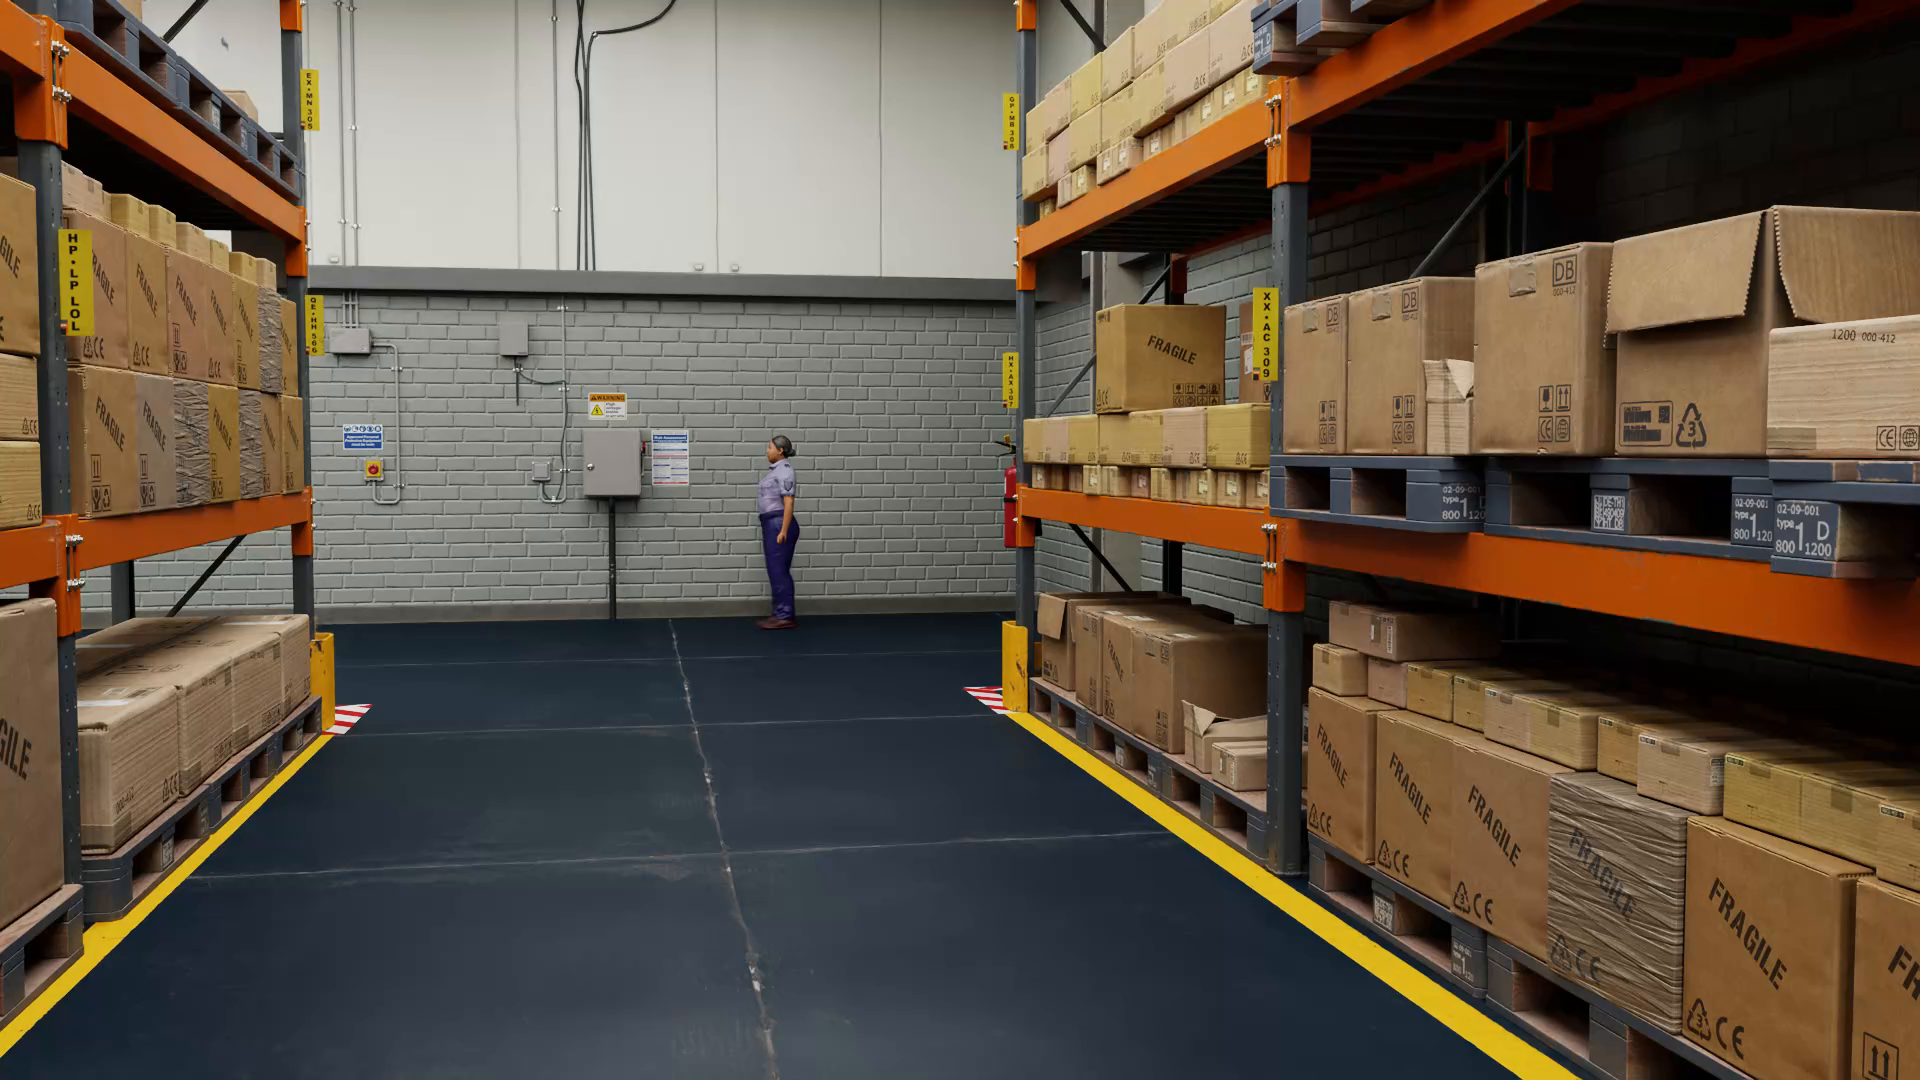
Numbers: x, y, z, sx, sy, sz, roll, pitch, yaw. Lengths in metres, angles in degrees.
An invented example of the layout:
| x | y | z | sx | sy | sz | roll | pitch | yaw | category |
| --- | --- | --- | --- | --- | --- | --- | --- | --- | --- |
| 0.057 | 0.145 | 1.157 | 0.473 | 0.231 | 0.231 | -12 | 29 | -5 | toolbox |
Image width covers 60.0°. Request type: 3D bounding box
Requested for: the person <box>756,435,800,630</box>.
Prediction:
| x | y | z | sx | sy | sz | roll | pitch | yaw | category |
| --- | --- | --- | --- | --- | --- | --- | --- | --- | --- |
| -1.561 | -0.069 | 14.258 | 0.344 | 1.656 | 0.471 | -1 | 3 | -15 | person |
